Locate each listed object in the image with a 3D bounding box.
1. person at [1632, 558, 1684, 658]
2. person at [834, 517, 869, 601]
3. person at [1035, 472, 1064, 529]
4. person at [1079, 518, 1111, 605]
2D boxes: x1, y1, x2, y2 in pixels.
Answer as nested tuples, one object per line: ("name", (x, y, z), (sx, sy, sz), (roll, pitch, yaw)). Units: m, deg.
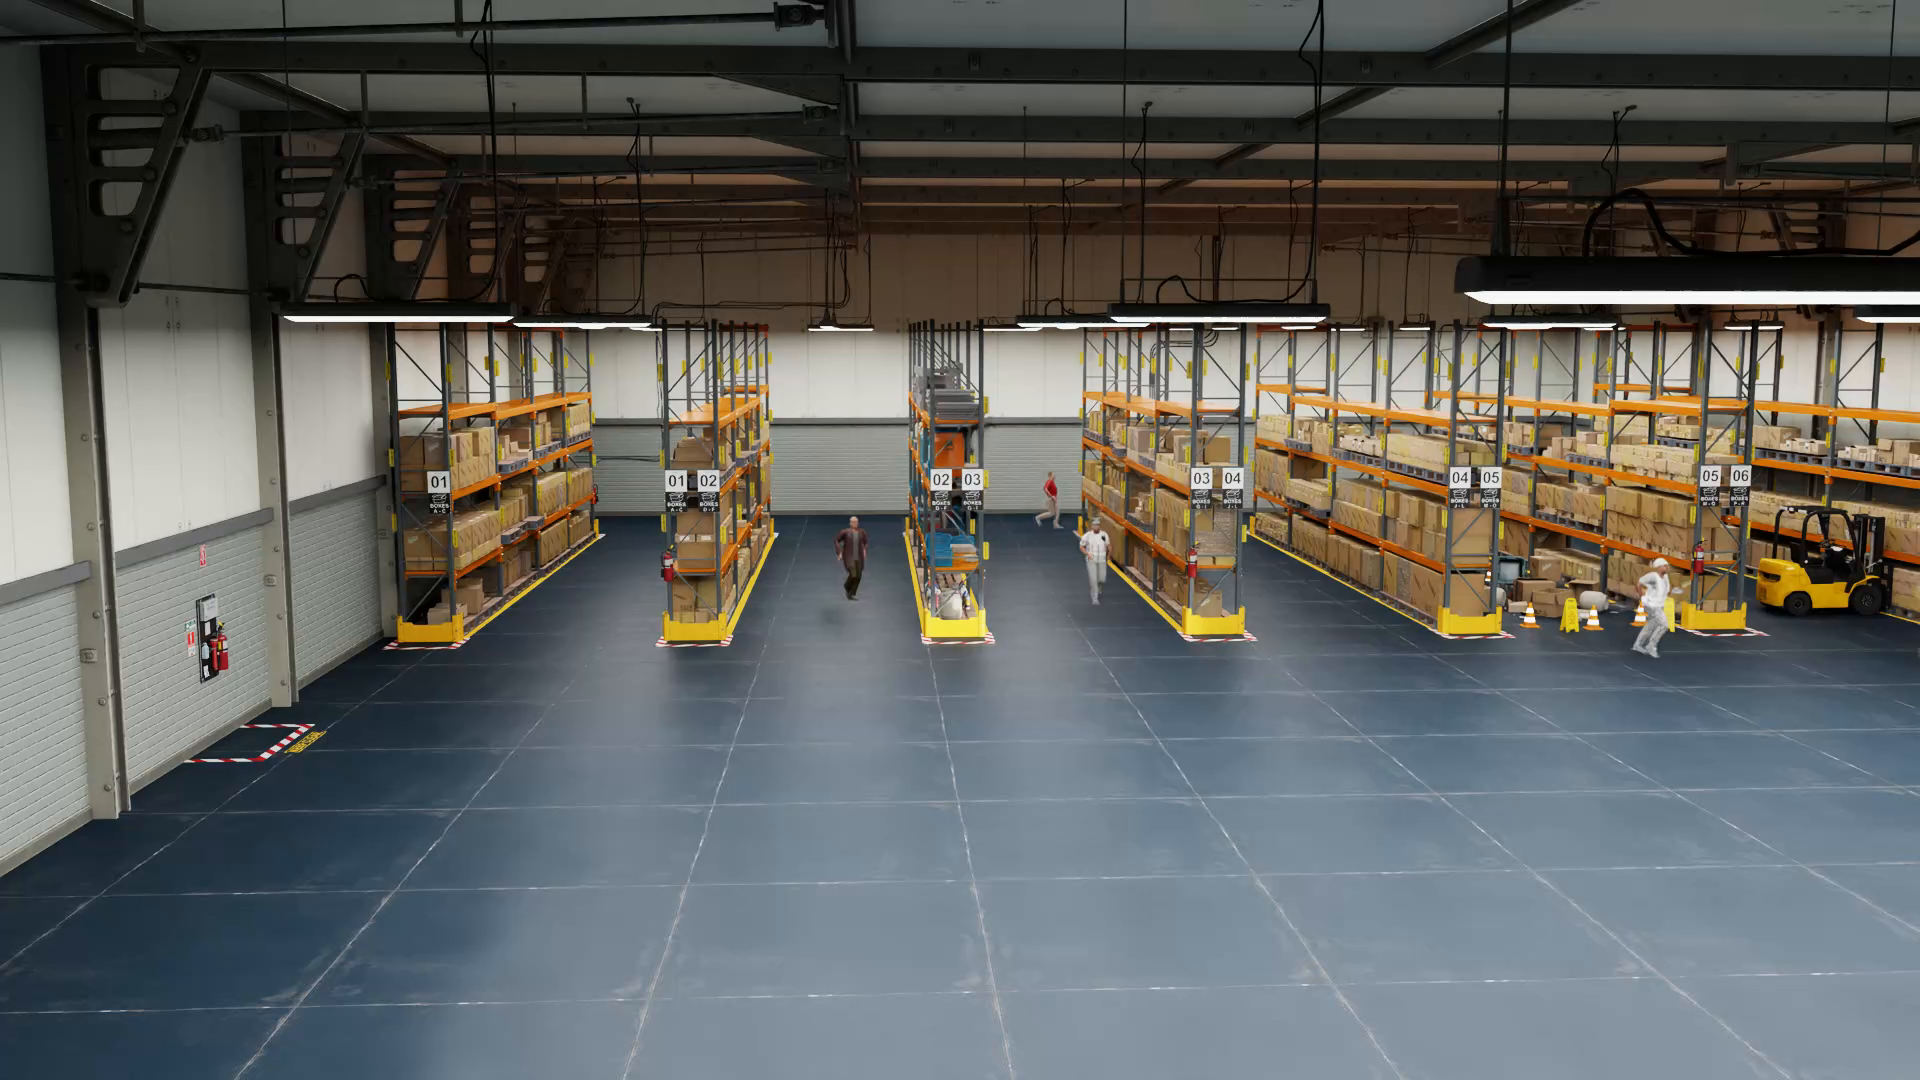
("person", (12.385, 1.214, 29.562), (0.794, 1.813, 0.677), (7, 10, 43))
("person", (-2.157, 0.389, 33.867), (0.700, 1.736, 0.658), (-3, 8, -24))
("person", (2.665, -1.158, 49.021), (0.849, 1.687, 0.709), (1, 7, 11))
("person", (2.755, 0.415, 33.719), (0.665, 1.757, 0.577), (-1, 7, -9))
